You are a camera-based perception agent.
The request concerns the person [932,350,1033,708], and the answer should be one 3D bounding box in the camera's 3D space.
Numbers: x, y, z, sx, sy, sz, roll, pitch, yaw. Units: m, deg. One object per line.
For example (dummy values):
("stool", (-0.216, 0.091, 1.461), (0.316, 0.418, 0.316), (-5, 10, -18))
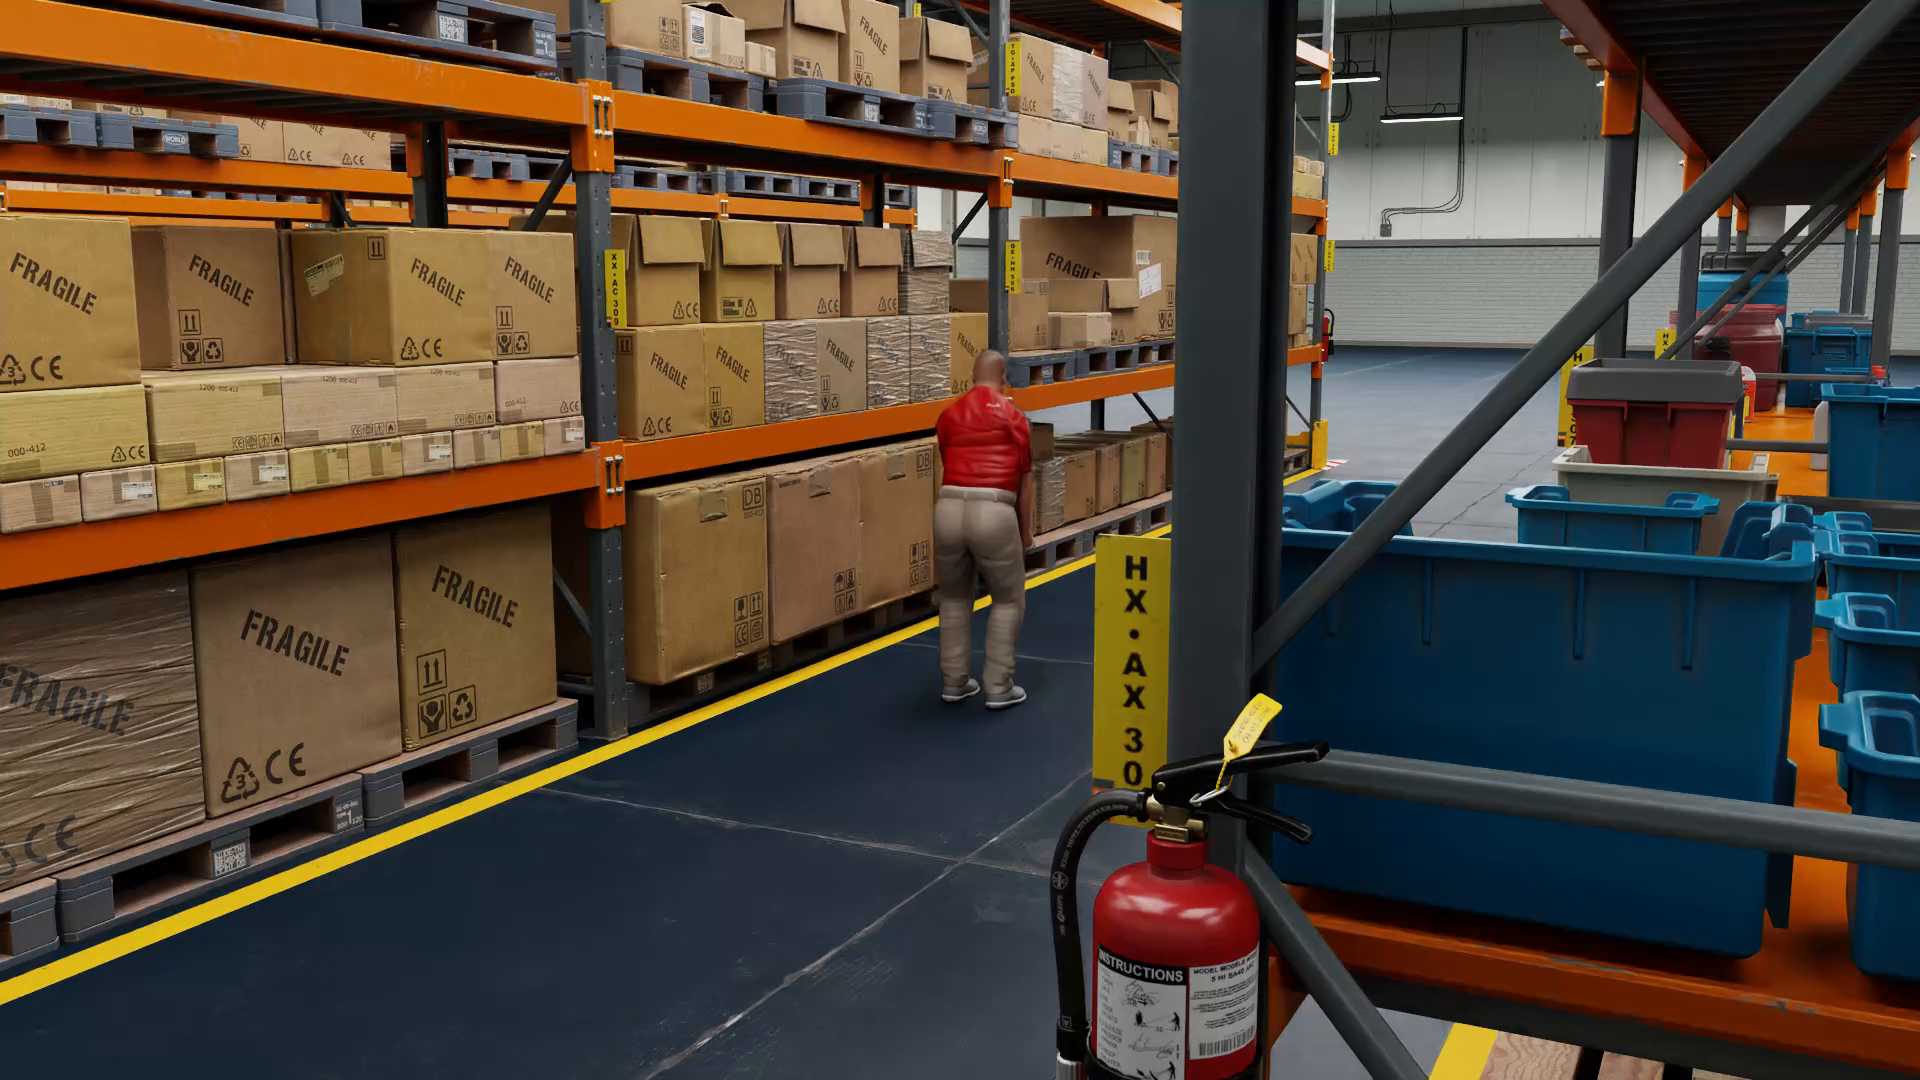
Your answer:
("person", (0.104, -0.060, 7.962), (0.477, 1.685, 0.585), (4, 10, 23))
